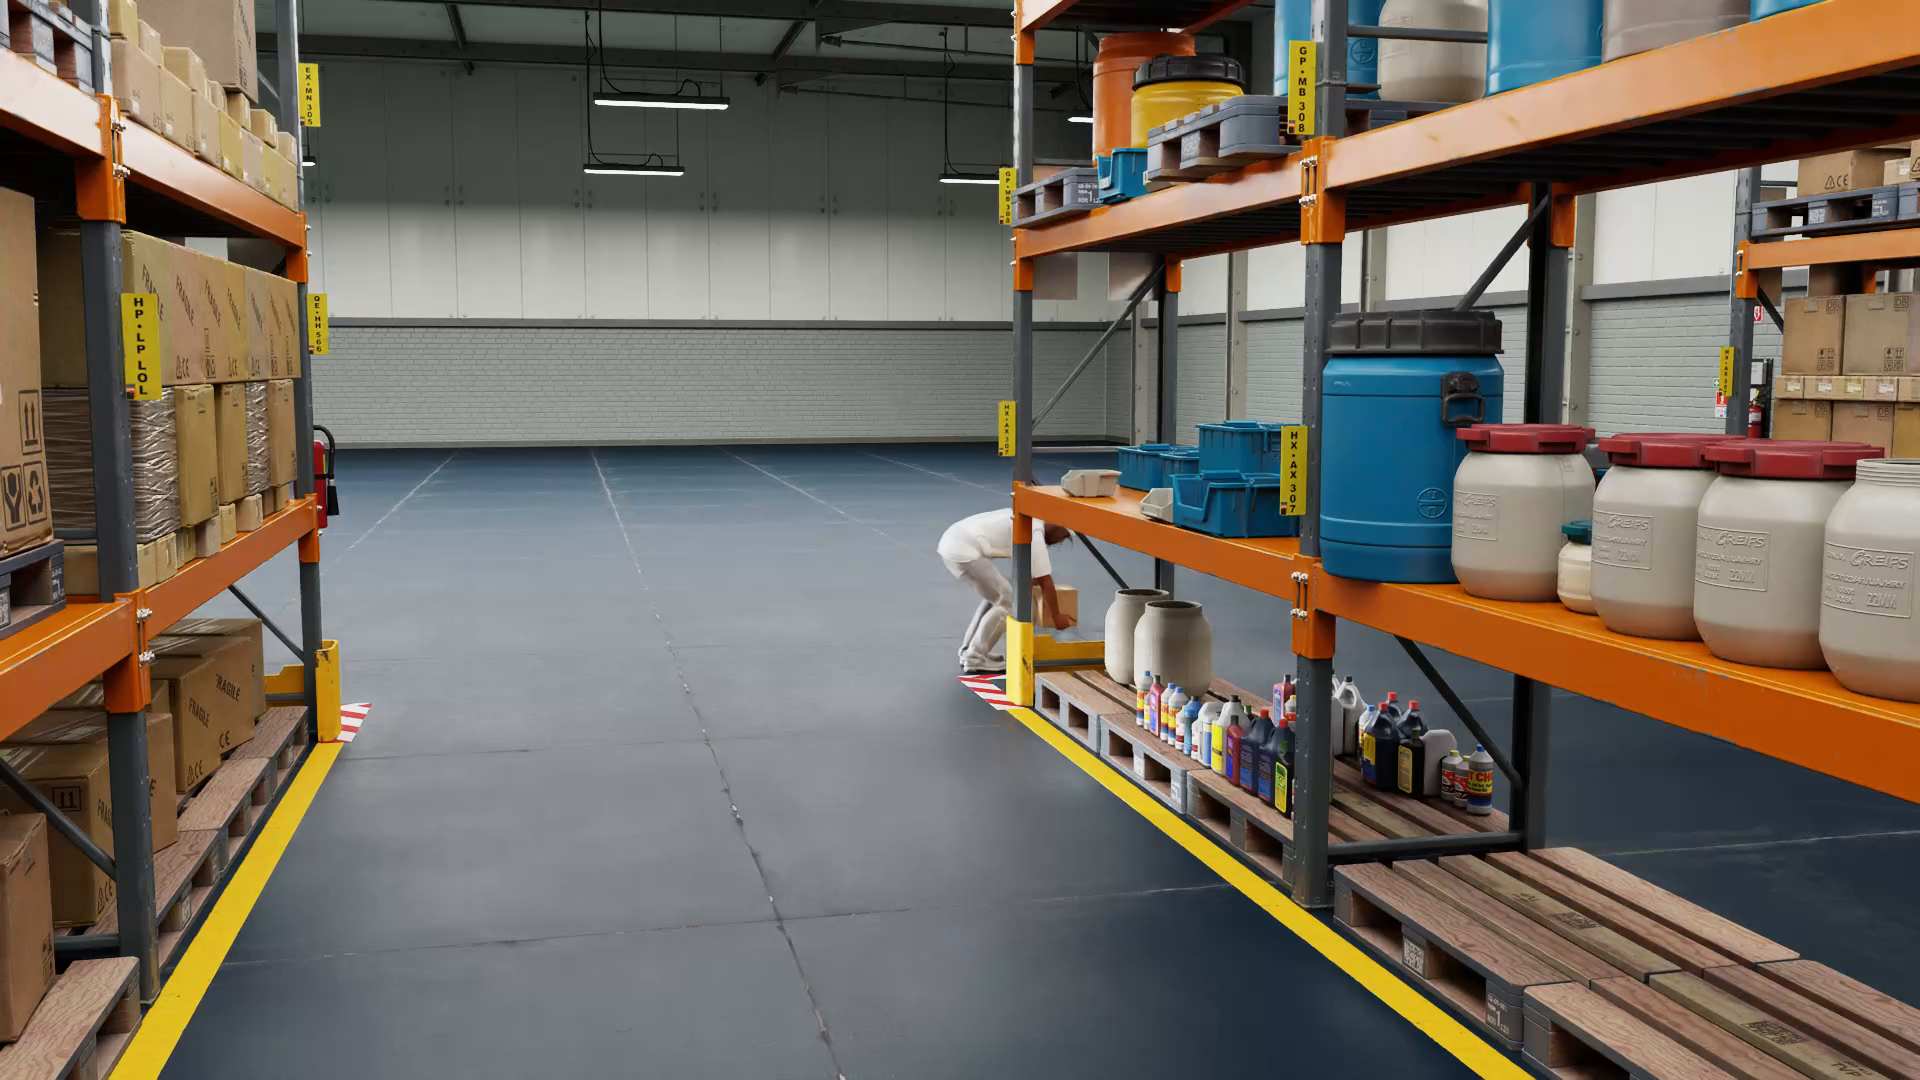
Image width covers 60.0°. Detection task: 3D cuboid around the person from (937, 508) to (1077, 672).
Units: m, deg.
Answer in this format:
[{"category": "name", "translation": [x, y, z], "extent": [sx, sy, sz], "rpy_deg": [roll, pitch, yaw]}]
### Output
[{"category": "person", "translation": [0.337, 0.305, 11.127], "extent": [0.965, 1.099, 0.514], "rpy_deg": [-1, 6, -9]}]
